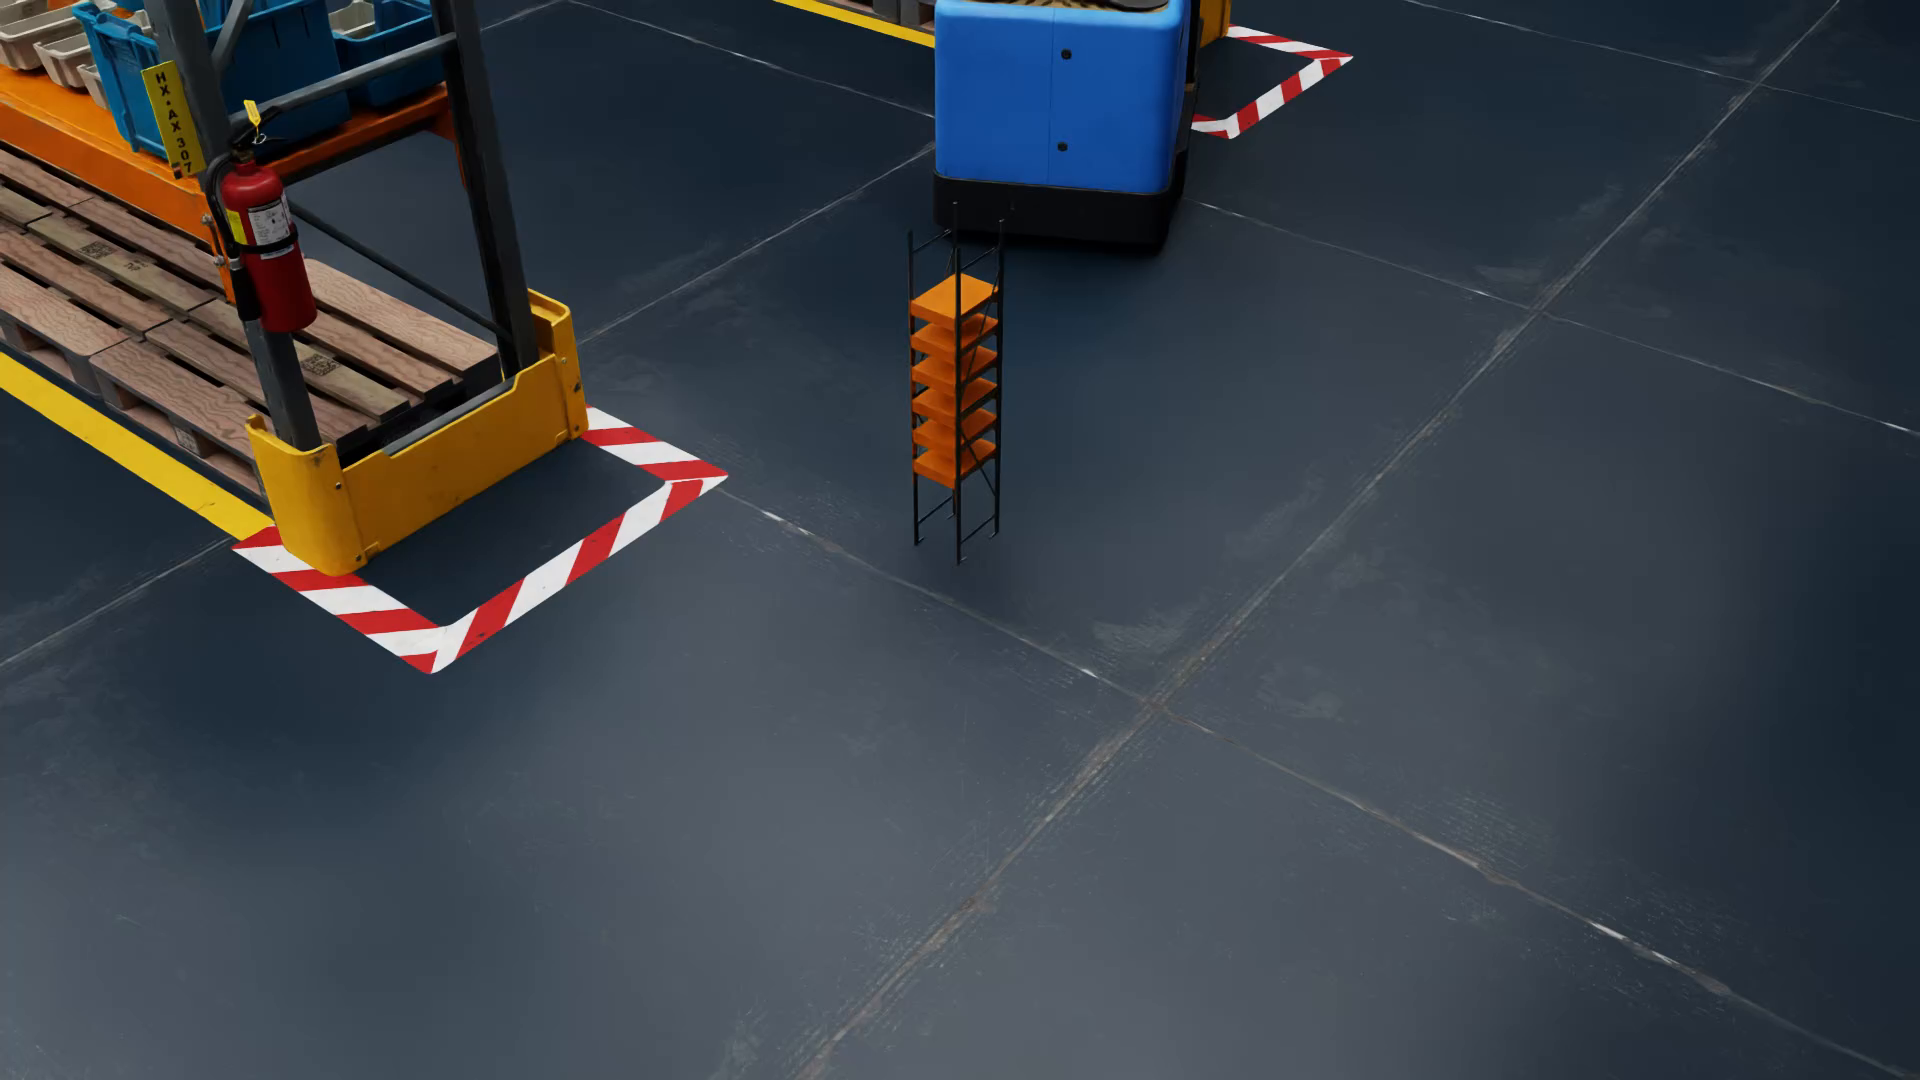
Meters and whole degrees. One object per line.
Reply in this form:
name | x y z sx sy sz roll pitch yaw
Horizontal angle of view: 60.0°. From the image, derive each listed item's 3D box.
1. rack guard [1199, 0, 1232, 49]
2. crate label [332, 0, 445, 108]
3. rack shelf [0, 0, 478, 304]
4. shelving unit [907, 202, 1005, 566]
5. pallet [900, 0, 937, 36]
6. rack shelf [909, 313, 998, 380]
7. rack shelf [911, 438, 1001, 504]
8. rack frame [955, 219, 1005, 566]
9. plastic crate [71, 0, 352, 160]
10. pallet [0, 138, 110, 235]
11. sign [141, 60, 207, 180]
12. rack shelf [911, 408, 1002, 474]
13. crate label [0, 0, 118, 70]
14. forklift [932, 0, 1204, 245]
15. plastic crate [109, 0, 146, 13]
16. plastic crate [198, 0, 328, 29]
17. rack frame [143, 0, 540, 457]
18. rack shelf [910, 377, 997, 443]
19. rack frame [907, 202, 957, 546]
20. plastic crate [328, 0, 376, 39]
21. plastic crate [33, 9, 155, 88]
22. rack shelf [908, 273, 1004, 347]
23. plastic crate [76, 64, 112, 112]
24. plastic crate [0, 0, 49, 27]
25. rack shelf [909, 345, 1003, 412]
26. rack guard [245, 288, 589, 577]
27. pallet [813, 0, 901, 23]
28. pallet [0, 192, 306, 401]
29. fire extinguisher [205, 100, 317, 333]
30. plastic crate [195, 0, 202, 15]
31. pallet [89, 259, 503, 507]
rack guard | 1.056 -2.863 9.001 0.348 0.500 1.175 25 45 29
crate label | -1.892 -1.606 5.455 0.303 0.233 0.416 25 45 29
rack shelf | -3.485 -1.860 6.276 4.000 0.370 1.077 25 45 29
shelving unit | -0.011 -0.478 5.387 0.189 1.200 0.258 25 45 29
pallet | 0.422 -3.047 9.471 1.213 0.211 1.003 25 45 29
rack shelf | -0.012 -0.632 5.266 0.180 0.103 0.258 25 45 29
rack shelf | -0.011 -0.254 5.562 0.180 0.103 0.258 25 45 29
rack frame | 0.061 -0.444 5.343 0.006 1.200 0.240 25 45 29
plastic crate | -2.276 -1.466 5.112 0.499 0.435 0.616 25 45 29
pallet | -4.466 -1.538 7.543 1.213 0.211 1.003 25 45 29
sign | -2.218 -1.183 4.696 0.005 0.325 0.100 25 45 29
rack shelf | -0.011 -0.348 5.488 0.180 0.103 0.258 25 45 29
crate label | -3.112 -1.739 5.703 0.243 0.136 0.396 25 45 29
forklift | 0.649 -3.356 7.659 1.130 2.935 3.031 6 39 8
plastic crate | -2.938 -2.099 6.085 0.300 0.233 0.416 25 45 29
plastic crate | -2.415 -1.852 5.770 0.300 0.233 0.416 25 45 29
rack frame | -1.896 -1.394 5.098 0.127 3.000 1.000 25 45 29
rack shelf | -0.011 -0.443 5.414 0.180 0.103 0.258 25 45 29
rack frame | -0.084 -0.512 5.431 0.006 1.200 0.240 25 45 29
plastic crate | -2.097 -1.728 5.690 0.298 0.136 0.250 25 45 29
plastic crate | -2.876 -1.647 5.585 0.243 0.136 0.396 25 45 29
rack shelf | -0.012 -0.726 5.193 0.180 0.103 0.258 25 45 29
plastic crate | -2.654 -1.531 5.437 0.243 0.136 0.396 25 45 29
plastic crate | -3.358 -1.841 5.833 0.250 0.136 0.298 25 45 29
rack shelf | -0.012 -0.537 5.340 0.180 0.103 0.258 25 45 29
rack guard | -1.869 -0.407 5.865 0.348 0.500 1.175 25 45 29
pallet | -0.543 -3.504 10.055 1.213 0.211 1.003 25 45 29
pallet | -3.493 -1.081 6.960 1.213 0.211 1.003 25 45 29
fire extinguisher | -2.053 -0.938 4.880 0.183 0.674 0.296 25 45 29
plastic crate | -2.636 -1.983 6.014 0.298 0.136 0.250 25 45 29
pallet | -2.528 -0.624 6.376 1.213 0.211 1.003 25 45 29
